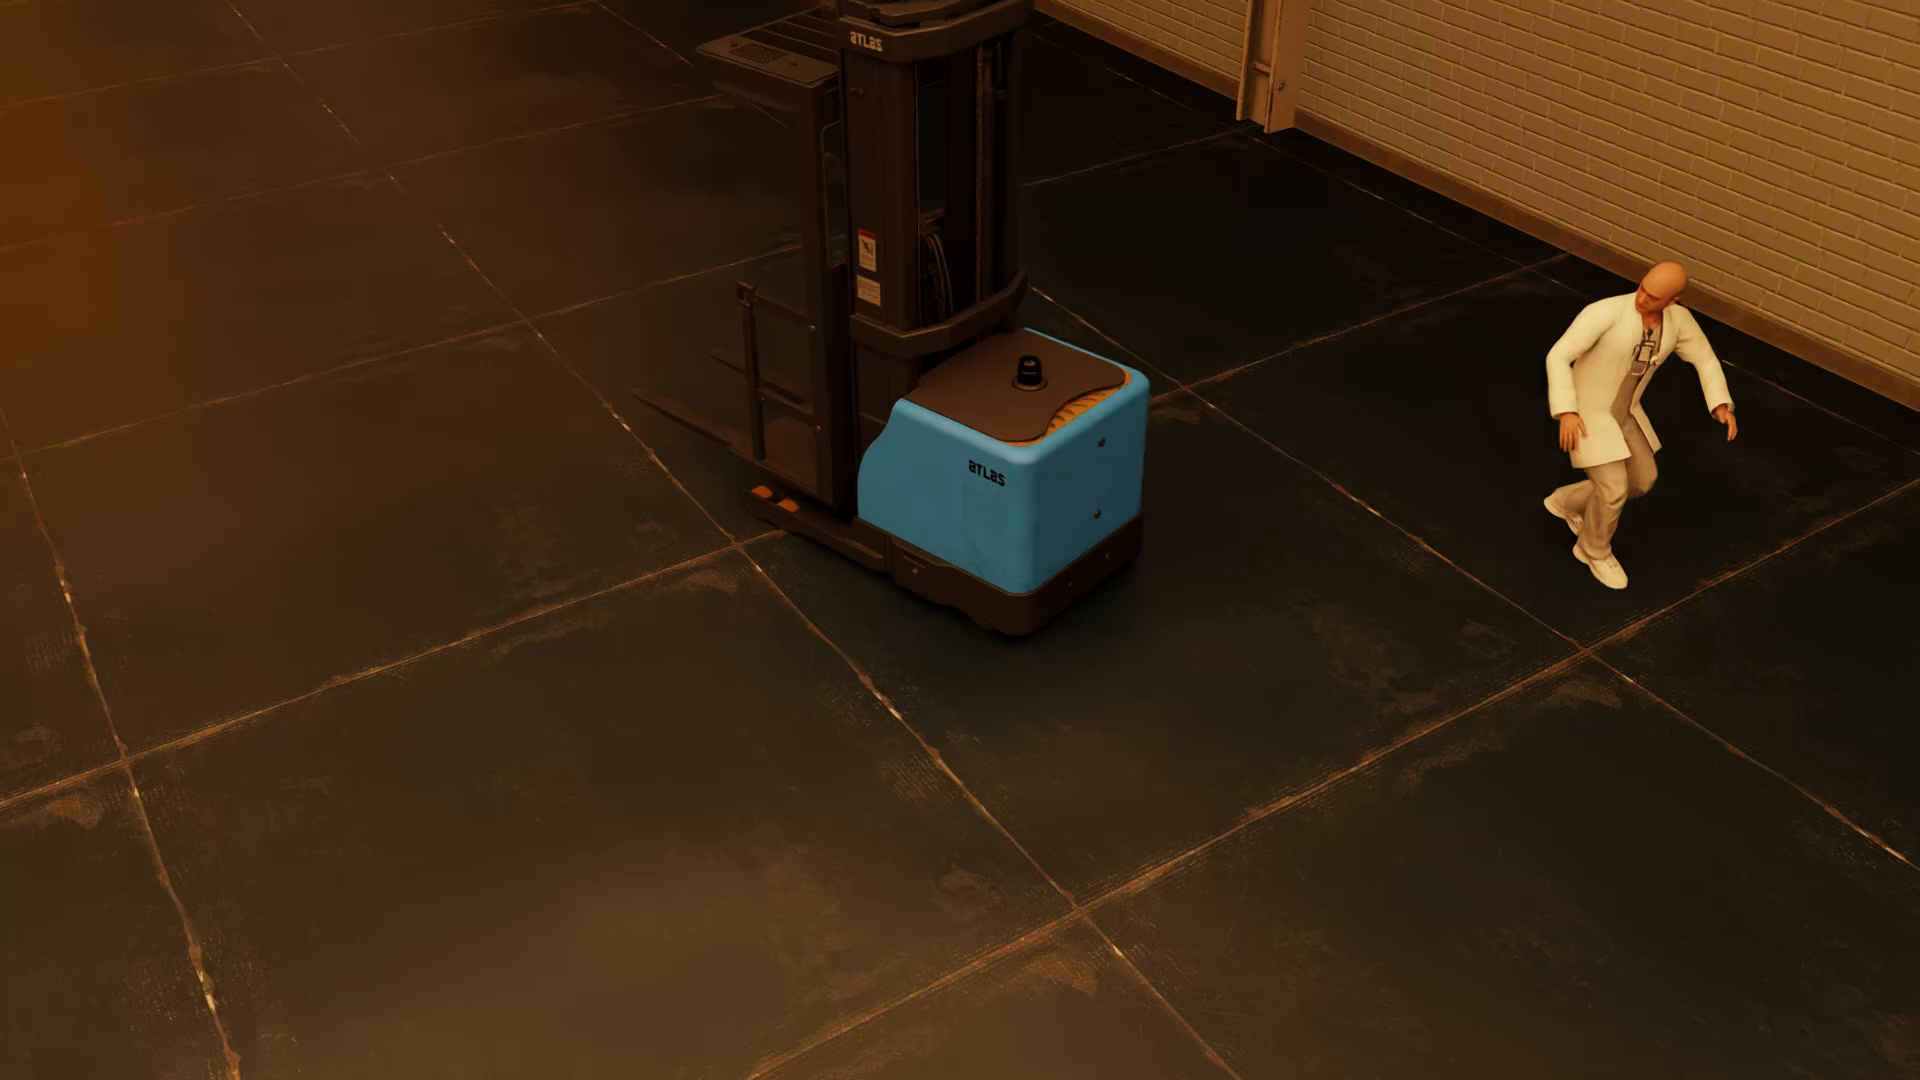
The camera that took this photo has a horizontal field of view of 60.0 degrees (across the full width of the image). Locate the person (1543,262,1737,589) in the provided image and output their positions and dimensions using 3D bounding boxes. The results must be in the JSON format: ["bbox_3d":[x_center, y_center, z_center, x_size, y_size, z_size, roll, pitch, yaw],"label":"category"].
[{"bbox_3d":[3.225,-0.549,8.032,0.888,1.667,0.835,-15,38,-20],"label":"person"}]

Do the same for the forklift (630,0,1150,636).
[{"bbox_3d":[-0.523,-1.452,8.214,3.031,2.935,1.130,26,43,32],"label":"forklift"}]
